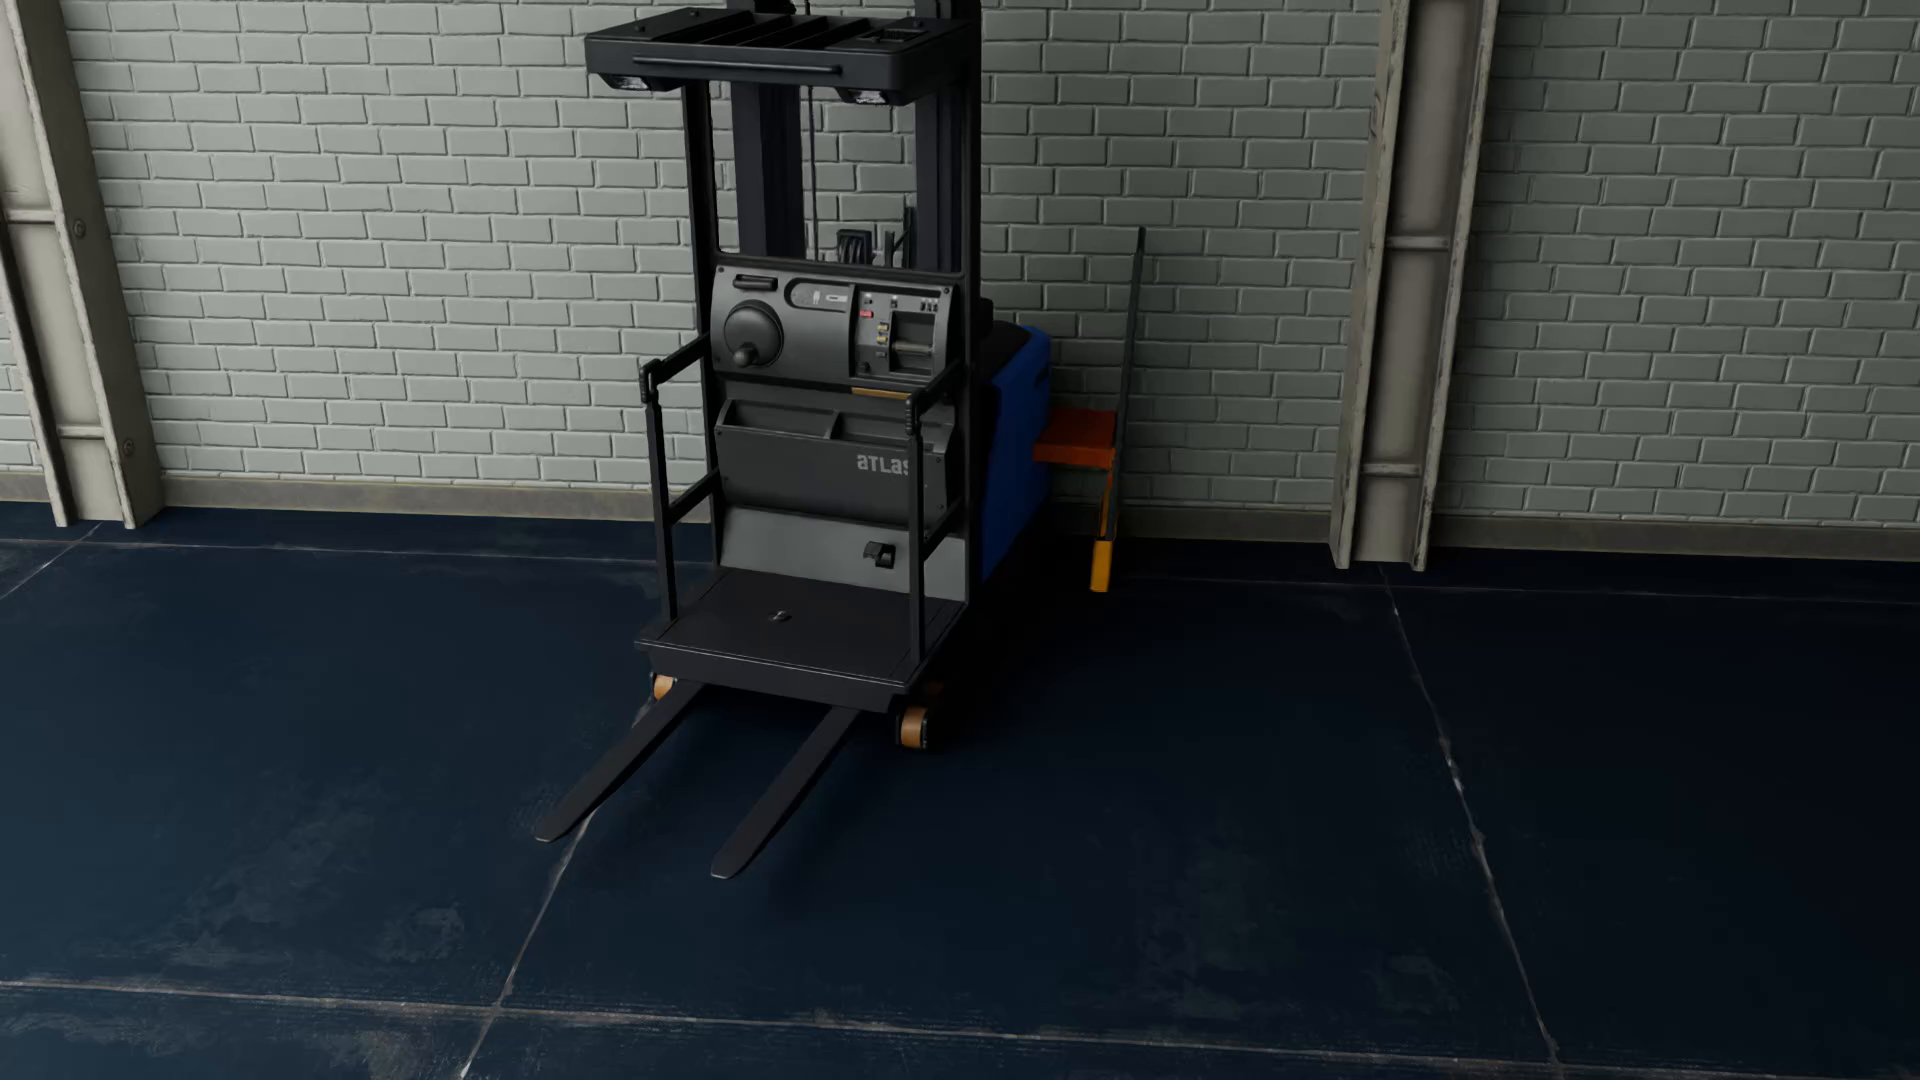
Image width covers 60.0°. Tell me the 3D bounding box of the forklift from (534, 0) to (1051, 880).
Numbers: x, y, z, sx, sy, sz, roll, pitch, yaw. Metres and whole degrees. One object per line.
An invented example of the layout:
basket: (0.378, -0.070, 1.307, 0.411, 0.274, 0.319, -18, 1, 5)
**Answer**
forklift: (-0.539, -0.754, 5.883, 1.130, 2.935, 3.031, 8, 26, 17)

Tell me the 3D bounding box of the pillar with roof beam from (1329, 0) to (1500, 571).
pillar with roof beam: (1.571, -2.224, 1.818, 0.400, 9.000, 9.100, 2, 25, 4)

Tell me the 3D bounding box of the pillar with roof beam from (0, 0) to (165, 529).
pillar with roof beam: (-4.411, -2.416, 2.235, 0.400, 9.000, 9.100, 2, 25, 4)

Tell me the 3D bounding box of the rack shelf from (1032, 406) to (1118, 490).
rack shelf: (0.195, -0.455, 7.346, 1.000, 0.185, 0.538, 6, 24, 6)

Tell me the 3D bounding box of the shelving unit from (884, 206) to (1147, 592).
shelving unit: (0.196, -0.620, 7.274, 1.083, 1.500, 0.587, 6, 24, 6)

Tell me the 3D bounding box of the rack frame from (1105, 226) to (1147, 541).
rack frame: (0.707, -0.564, 7.220, 0.032, 1.500, 0.500, 6, 24, 6)

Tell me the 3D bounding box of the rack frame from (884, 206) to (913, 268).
rack frame: (-0.298, -0.675, 7.327, 0.032, 1.500, 0.500, 6, 24, 6)

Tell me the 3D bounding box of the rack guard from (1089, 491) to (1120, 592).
rack guard: (0.652, 0.004, 7.476, 0.087, 0.250, 0.587, 6, 24, 6)
